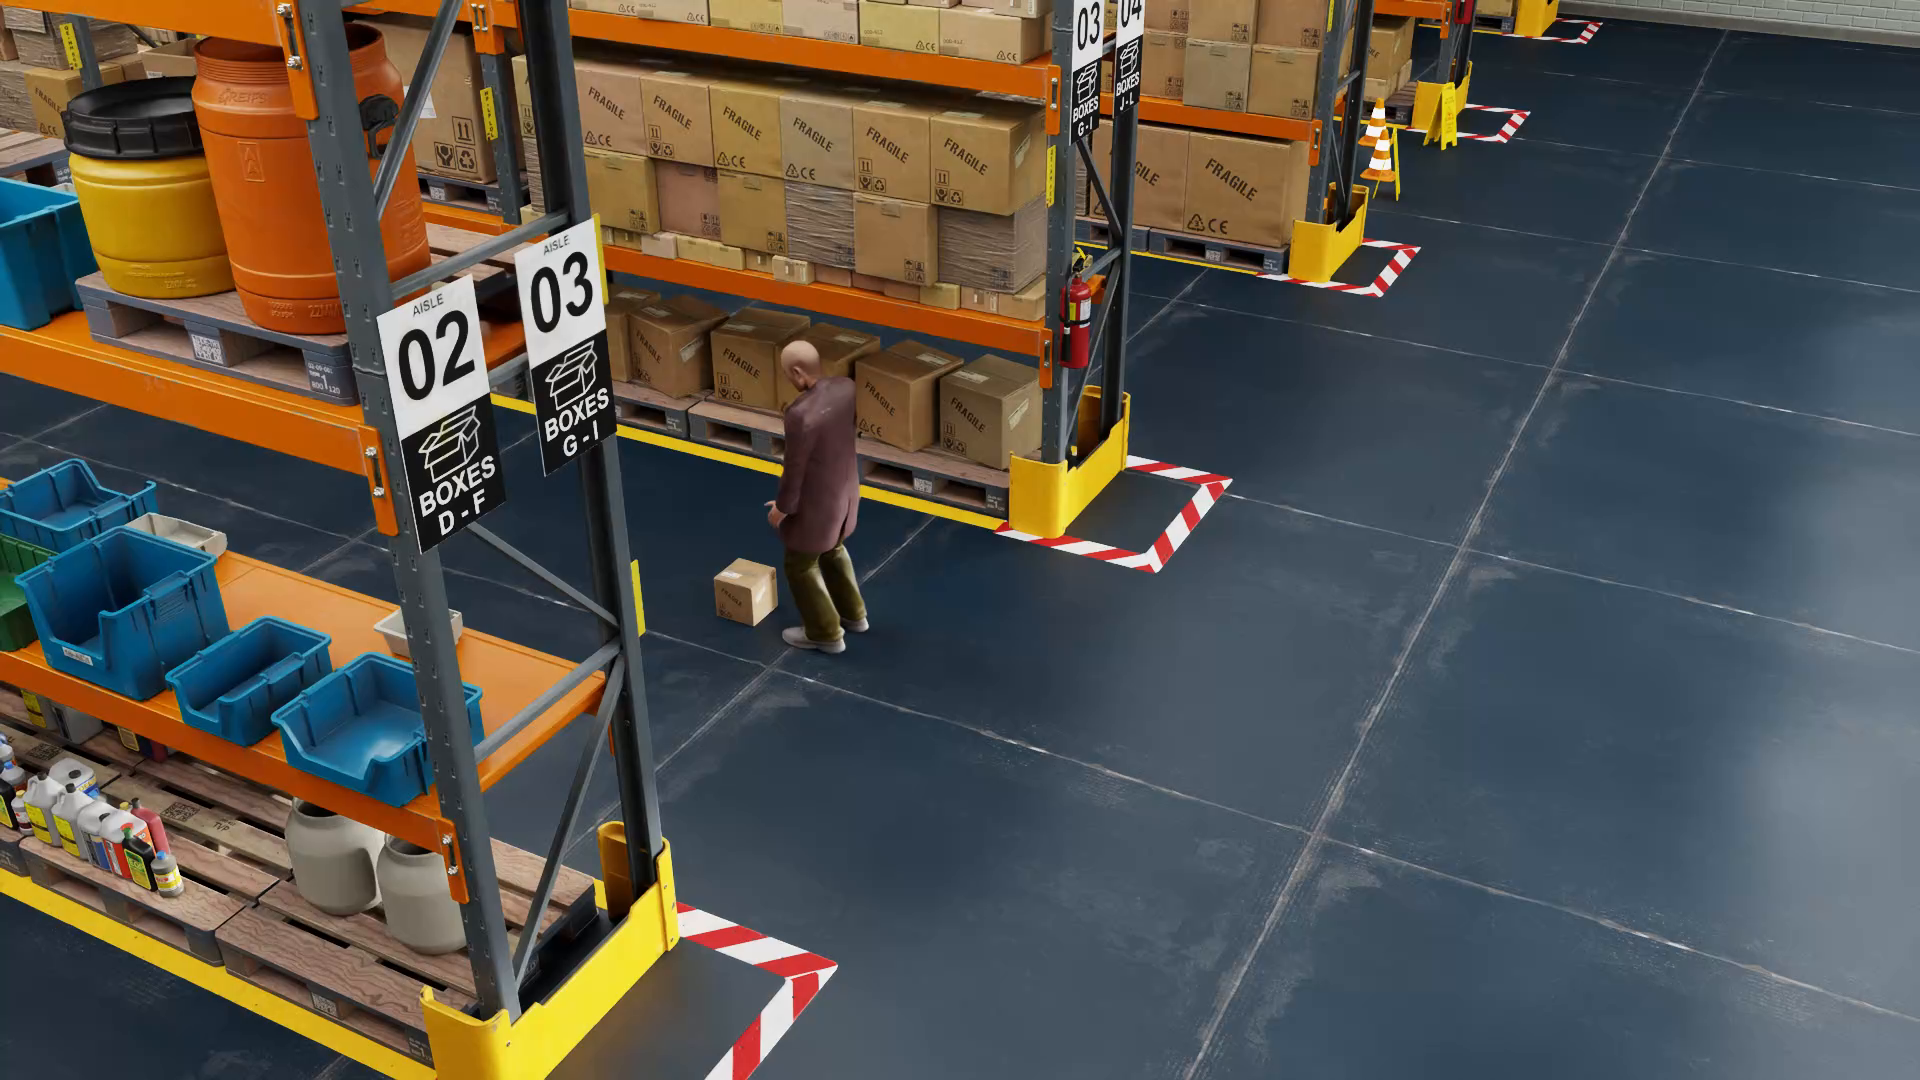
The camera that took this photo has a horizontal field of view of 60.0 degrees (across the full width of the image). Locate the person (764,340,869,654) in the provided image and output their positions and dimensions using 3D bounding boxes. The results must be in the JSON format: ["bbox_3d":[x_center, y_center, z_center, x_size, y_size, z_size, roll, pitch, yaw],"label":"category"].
[{"bbox_3d":[-0.754,-0.224,8.743,0.390,1.751,0.579,15,33,25],"label":"person"}]
